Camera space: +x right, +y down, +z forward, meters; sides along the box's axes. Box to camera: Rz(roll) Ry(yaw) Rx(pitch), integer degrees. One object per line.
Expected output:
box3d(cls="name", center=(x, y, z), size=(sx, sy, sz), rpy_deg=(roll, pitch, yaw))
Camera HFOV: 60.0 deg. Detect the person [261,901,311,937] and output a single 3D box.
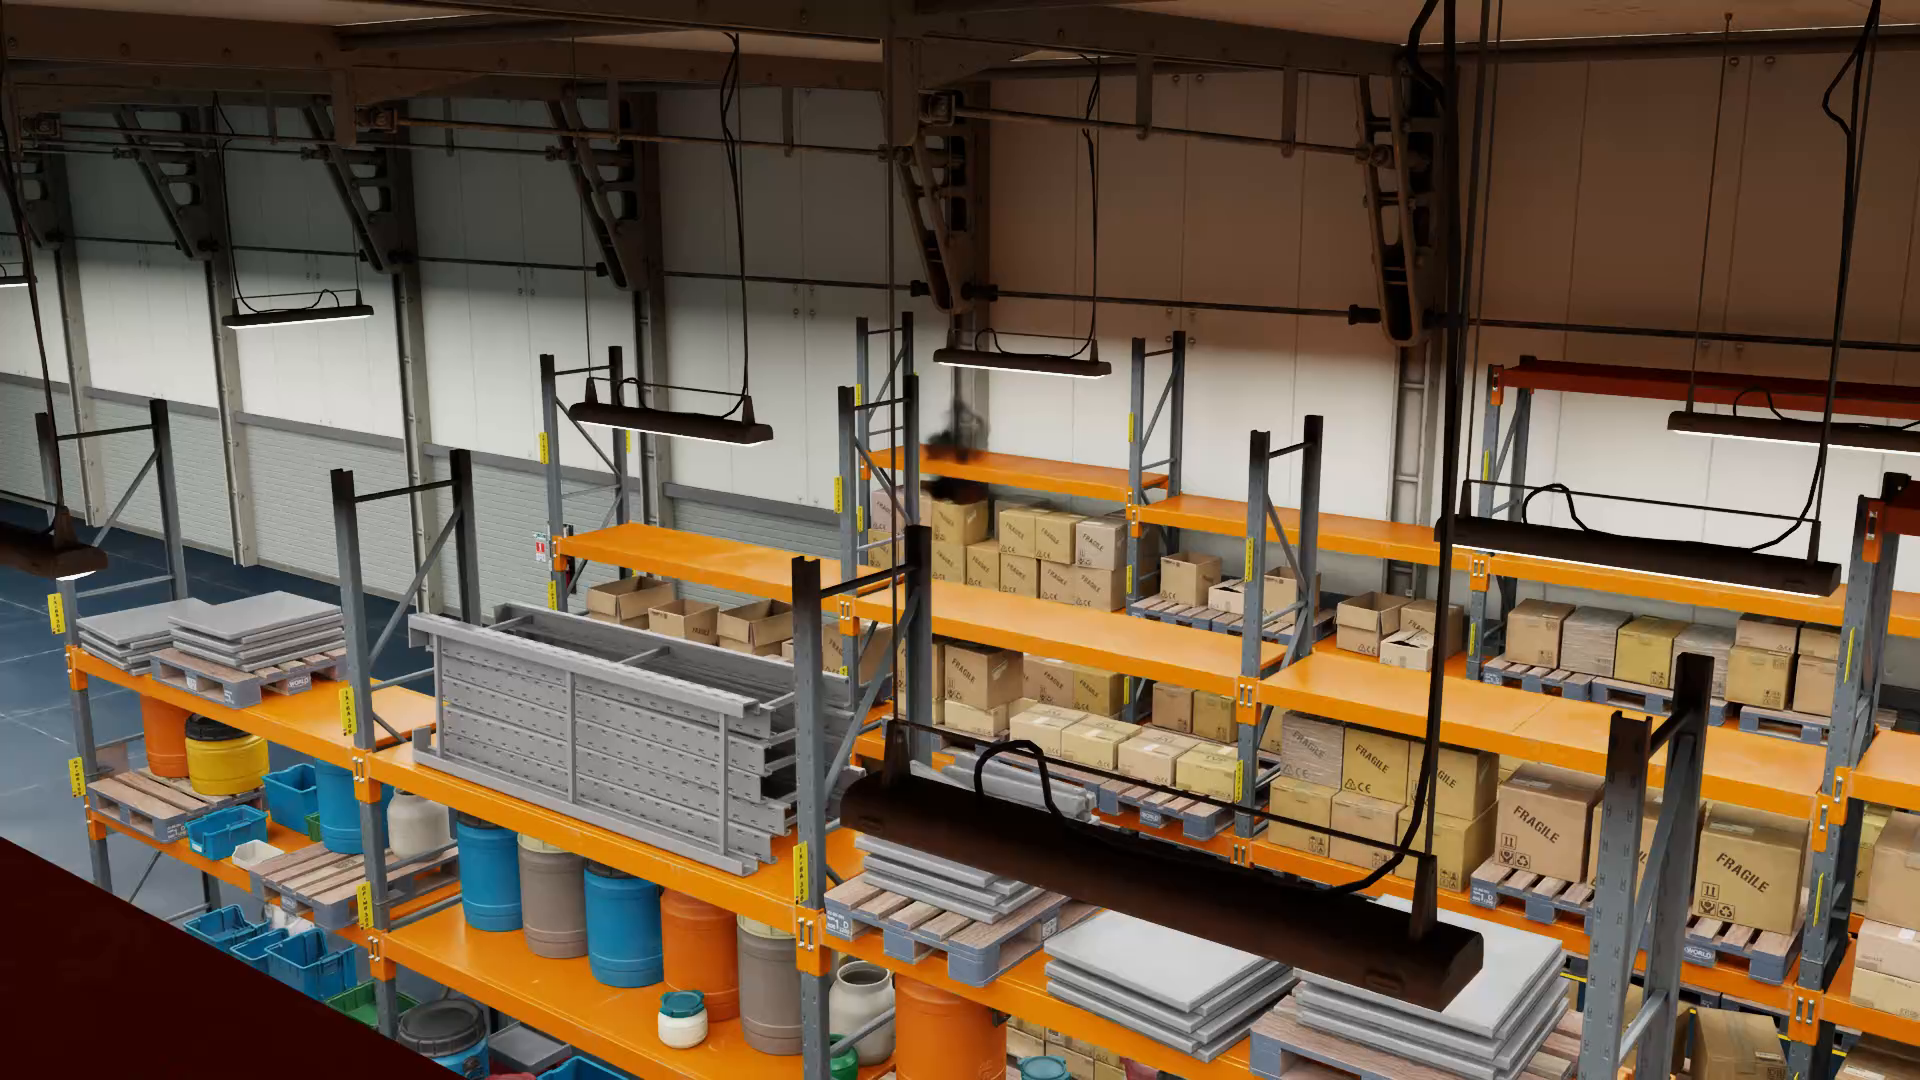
box3d(cls="person", center=(-6.344, 3.724, 15.668), size=(0.473, 1.647, 0.671), rpy_deg=(4, 14, 16))
